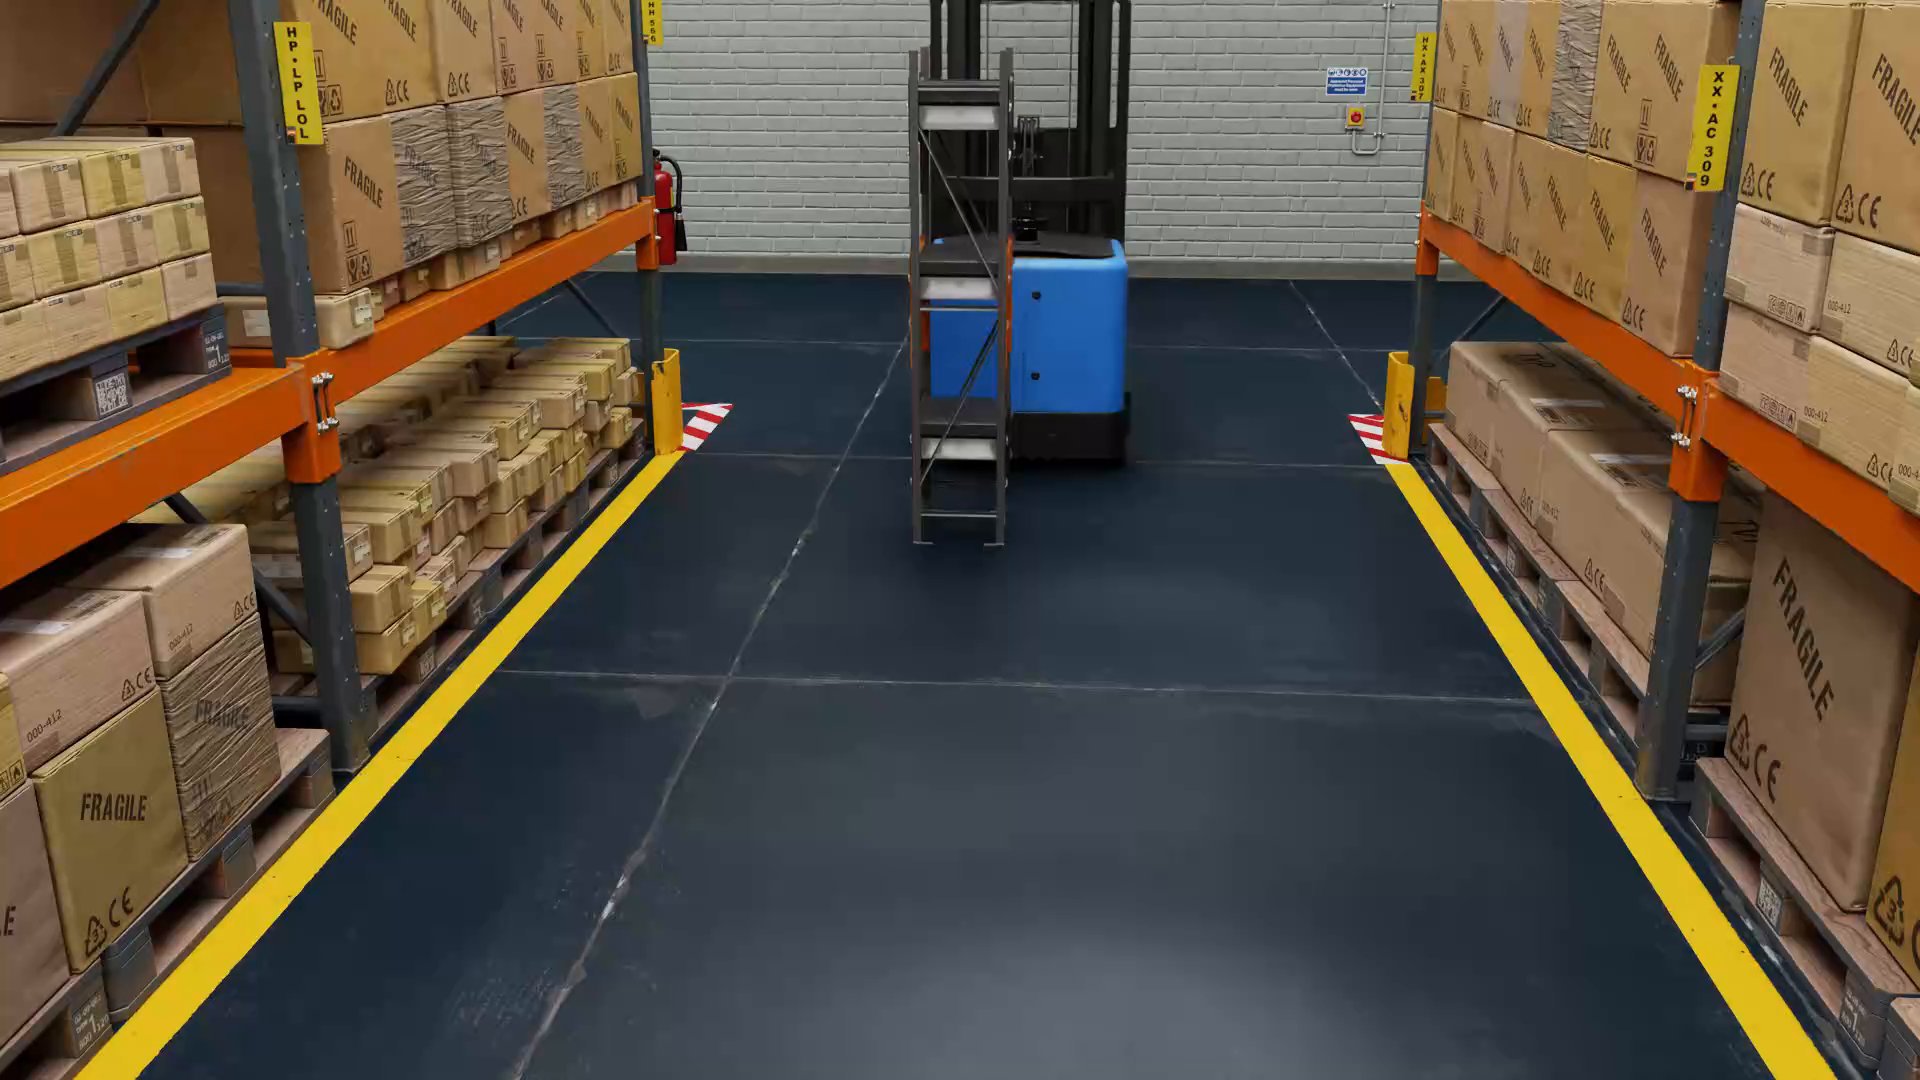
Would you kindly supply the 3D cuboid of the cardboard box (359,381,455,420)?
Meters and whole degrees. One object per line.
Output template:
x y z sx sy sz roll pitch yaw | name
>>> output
-2.478 -0.607 7.405 0.380 0.149 0.250 2 18 6 | cardboard box

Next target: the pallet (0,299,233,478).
-2.578 -0.395 4.119 1.003 0.211 1.213 1 18 4 | pallet

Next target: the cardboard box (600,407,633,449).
-1.839 -0.557 8.210 0.380 0.149 0.250 2 18 6 | cardboard box

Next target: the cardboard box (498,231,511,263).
-2.013 -1.176 6.598 0.380 0.149 0.250 2 18 6 | cardboard box

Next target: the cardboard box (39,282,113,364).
-2.247 -0.515 3.906 0.380 0.149 0.250 1 18 4 | cardboard box

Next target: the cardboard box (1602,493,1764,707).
2.718 0.184 5.484 0.875 0.438 0.875 1 18 3 | cardboard box

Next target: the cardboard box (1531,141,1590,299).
2.397 -1.155 5.970 0.500 0.500 0.500 1 18 3 | cardboard box

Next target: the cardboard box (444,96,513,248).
-1.991 -1.367 6.139 0.500 0.500 0.500 1 18 3 | cardboard box

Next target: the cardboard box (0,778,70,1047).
-2.258 0.822 3.437 0.500 0.500 0.500 1 18 3 | cardboard box

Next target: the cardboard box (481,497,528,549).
-1.979 -0.075 6.738 0.380 0.149 0.250 1 18 2 | cardboard box

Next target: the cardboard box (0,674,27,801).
-2.254 0.472 3.300 0.500 0.250 0.500 0 18 1 | cardboard box

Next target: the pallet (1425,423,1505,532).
2.874 -0.308 8.025 1.003 0.211 1.213 1 18 4 | pallet

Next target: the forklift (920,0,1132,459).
0.393 -2.211 9.465 1.130 2.935 3.031 1 18 3 | forklift

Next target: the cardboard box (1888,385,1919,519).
2.183 -0.120 3.212 0.500 0.250 0.500 1 18 3 | cardboard box

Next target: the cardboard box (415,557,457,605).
-2.047 0.168 5.997 0.380 0.149 0.250 1 18 4 | cardboard box

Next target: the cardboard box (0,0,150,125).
-2.615 -1.536 5.050 0.500 0.500 0.500 1 18 2 | cardboard box

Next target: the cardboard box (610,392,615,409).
-1.917 -0.699 8.164 0.380 0.149 0.250 1 18 3 | cardboard box

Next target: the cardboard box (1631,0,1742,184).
2.324 -1.317 4.857 0.500 0.500 0.500 1 18 3 | cardboard box

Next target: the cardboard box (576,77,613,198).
-1.909 -1.846 7.602 0.500 0.500 0.500 1 18 3 | cardboard box

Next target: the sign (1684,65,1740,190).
2.012 -1.102 4.452 0.100 0.325 0.005 1 18 4 | sign

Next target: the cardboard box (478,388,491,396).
-2.391 -0.630 7.955 0.380 0.149 0.250 2 18 5 | cardboard box

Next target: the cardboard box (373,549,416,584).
-2.105 0.107 5.704 0.380 0.149 0.250 1 18 4 | cardboard box

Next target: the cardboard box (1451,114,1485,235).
2.524 -1.631 7.422 0.500 0.500 0.500 1 18 3 | cardboard box

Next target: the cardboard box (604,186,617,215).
-1.888 -1.659 8.073 0.380 0.149 0.250 1 18 4 | cardboard box

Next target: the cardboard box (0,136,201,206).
-2.213 -0.954 4.291 0.380 0.149 0.250 2 18 6 | cardboard box

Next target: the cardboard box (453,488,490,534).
-2.058 -0.138 6.452 0.380 0.149 0.250 2 18 6 | cardboard box

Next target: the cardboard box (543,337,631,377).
-1.877 -0.920 8.362 0.380 0.149 0.250 1 18 5 | cardboard box

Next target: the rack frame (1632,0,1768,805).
2.566 -0.641 4.563 1.000 3.000 0.127 1 18 4 | rack frame

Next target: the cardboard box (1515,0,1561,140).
2.440 -1.788 6.296 0.500 0.500 0.500 1 18 4 | cardboard box

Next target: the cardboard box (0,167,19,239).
-2.270 -0.709 3.543 0.380 0.149 0.250 1 18 4 | cardboard box

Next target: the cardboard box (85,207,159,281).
-2.228 -0.732 4.091 0.380 0.149 0.250 1 18 4 | cardboard box

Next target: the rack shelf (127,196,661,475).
-2.235 -1.000 6.812 1.077 0.370 4.000 1 18 4 | rack shelf

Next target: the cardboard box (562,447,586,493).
-1.904 -0.319 7.485 0.380 0.149 0.250 0 18 1 | cardboard box

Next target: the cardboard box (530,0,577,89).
-1.941 -2.160 6.953 0.500 0.500 0.500 2 18 7 | cardboard box

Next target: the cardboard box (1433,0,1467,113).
2.534 -2.263 7.747 0.500 0.500 0.500 1 18 3 | cardboard box

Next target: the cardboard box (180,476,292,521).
-2.623 -0.122 5.926 0.380 0.149 0.250 1 18 3 | cardboard box

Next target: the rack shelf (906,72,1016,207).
0.012 -1.701 7.039 0.431 0.518 0.480 1 18 4 | rack shelf

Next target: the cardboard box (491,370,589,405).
-1.926 -0.681 7.633 0.380 0.149 0.250 1 18 2 | cardboard box

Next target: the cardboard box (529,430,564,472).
-1.942 -0.377 7.182 0.380 0.149 0.250 2 18 7 | cardboard box

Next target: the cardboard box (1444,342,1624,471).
2.905 -0.658 8.055 0.875 0.438 0.875 1 18 2 | cardboard box

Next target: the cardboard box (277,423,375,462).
-2.592 -0.371 6.686 0.380 0.149 0.250 1 18 2 | cardboard box

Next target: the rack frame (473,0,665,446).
-2.092 -1.963 8.595 1.000 3.000 0.127 1 18 4 | rack frame

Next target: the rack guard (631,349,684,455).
-2.097 -0.751 8.913 1.175 0.500 0.348 1 18 4 | rack guard

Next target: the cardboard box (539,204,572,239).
-1.935 -1.420 7.343 0.380 0.149 0.250 0 18 1 | cardboard box

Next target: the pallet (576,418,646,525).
-2.191 -0.362 8.190 1.003 0.211 1.213 1 18 4 | pallet

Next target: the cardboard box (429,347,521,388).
-2.368 -0.847 8.138 0.380 0.149 0.250 2 18 5 | cardboard box

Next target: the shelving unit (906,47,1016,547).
0.012 -1.049 7.253 0.431 2.100 0.503 1 18 4 | shelving unit

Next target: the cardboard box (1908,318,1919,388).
2.181 -0.358 3.138 0.500 0.250 0.500 2 18 5 | cardboard box

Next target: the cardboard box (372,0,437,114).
-2.081 -1.680 5.490 0.500 0.500 0.500 1 18 2 | cardboard box

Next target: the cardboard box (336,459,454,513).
-2.103 -0.196 6.151 0.380 0.149 0.250 1 18 2 | cardboard box

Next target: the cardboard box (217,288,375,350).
-2.032 -0.682 5.089 0.380 0.149 0.250 2 18 6 | cardboard box

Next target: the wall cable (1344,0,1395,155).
3.234 -4.133 13.537 0.585 1.953 0.123 1 18 4 | wall cable

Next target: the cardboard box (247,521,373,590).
-2.147 0.050 5.402 0.380 0.149 0.250 2 18 6 | cardboard box

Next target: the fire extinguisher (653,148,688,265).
-1.613 -1.817 8.873 0.296 0.674 0.183 1 18 4 | fire extinguisher

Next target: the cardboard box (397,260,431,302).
-2.095 -0.932 5.853 0.380 0.149 0.250 0 18 1 | cardboard box

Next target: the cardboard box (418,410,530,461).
-2.010 -0.435 6.882 0.380 0.149 0.250 1 18 4 | cardboard box
